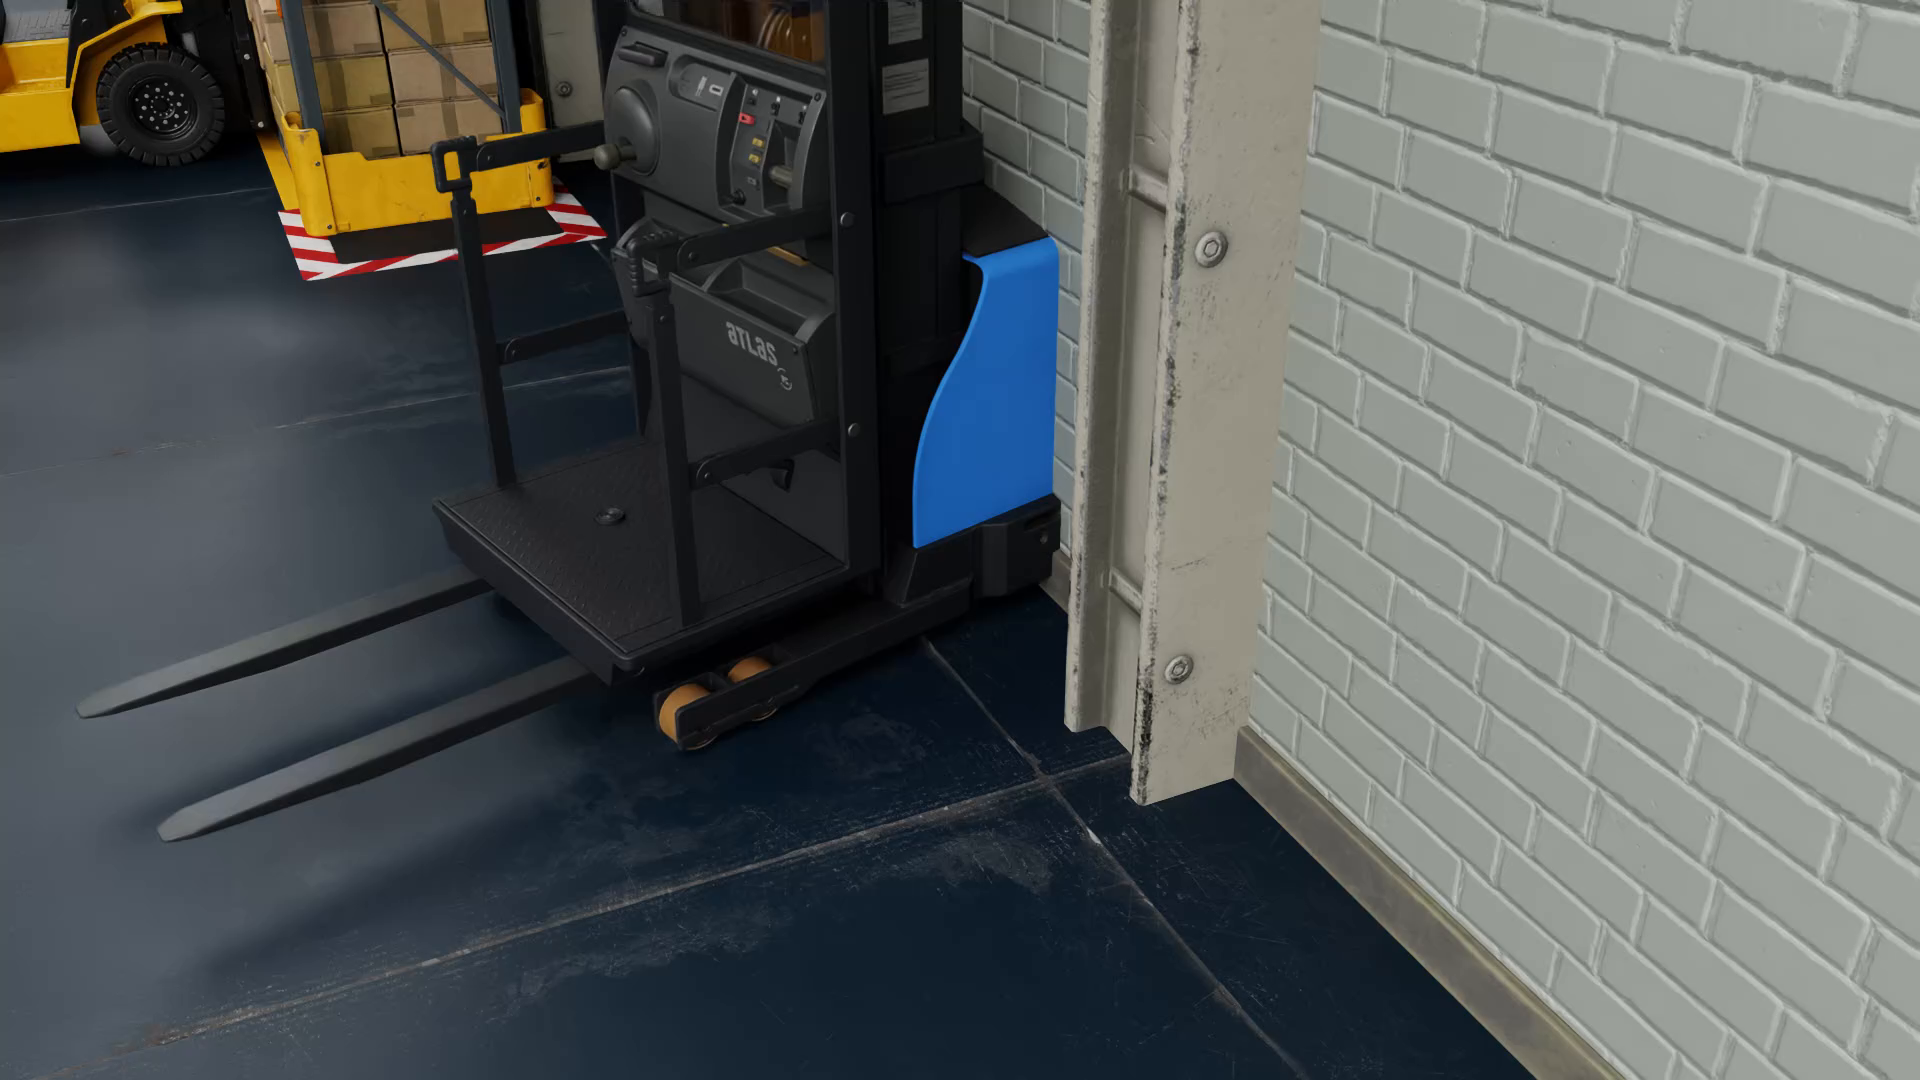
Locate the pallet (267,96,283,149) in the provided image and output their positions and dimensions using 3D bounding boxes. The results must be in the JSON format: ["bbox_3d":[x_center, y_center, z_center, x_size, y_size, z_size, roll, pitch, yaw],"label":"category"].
[{"bbox_3d":[-3.481,-2.578,9.632,1.003,0.211,1.213,-13,32,-22],"label":"pallet"}]

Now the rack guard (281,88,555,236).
[{"bbox_3d":[-2.584,-1.827,7.996,1.175,0.500,0.348,-13,32,-22],"label":"rack guard"}]

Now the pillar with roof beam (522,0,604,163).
[{"bbox_3d":[-5.968,-5.137,5.210,9.100,9.000,0.400,-13,32,-22],"label":"pillar with roof beam"}]

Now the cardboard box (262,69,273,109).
[{"bbox_3d":[-3.493,-2.497,9.018,0.500,0.250,0.500,-13,32,-21],"label":"cardboard box"}]

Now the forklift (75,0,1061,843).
[{"bbox_3d":[-0.795,-1.030,4.089,3.031,2.935,1.130,-23,36,-34],"label":"forklift"}]

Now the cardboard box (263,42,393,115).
[{"bbox_3d":[-3.086,-2.279,8.118,0.500,0.250,0.500,-14,32,-23],"label":"cardboard box"}]

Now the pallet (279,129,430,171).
[{"bbox_3d":[-2.961,-2.040,8.672,1.003,0.211,1.213,-13,32,-22],"label":"pallet"}]

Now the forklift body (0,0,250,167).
[{"bbox_3d":[-5.056,-3.012,8.422,2.313,2.155,1.214,-13,32,-22],"label":"forklift body"}]

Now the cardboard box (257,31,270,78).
[{"bbox_3d":[-3.292,-2.503,8.517,0.500,0.250,0.500,-13,32,-22],"label":"cardboard box"}]

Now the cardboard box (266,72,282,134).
[{"bbox_3d":[-3.287,-2.274,8.621,0.500,0.250,0.500,-13,32,-22],"label":"cardboard box"}]

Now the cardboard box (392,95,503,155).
[{"bbox_3d":[-2.629,-2.169,8.434,0.500,0.250,0.500,-13,32,-22],"label":"cardboard box"}]

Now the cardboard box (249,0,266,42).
[{"bbox_3d":[-3.299,-2.710,8.375,0.500,0.250,0.500,-12,32,-21],"label":"cardboard box"}]

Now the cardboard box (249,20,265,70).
[{"bbox_3d":[-3.532,-2.726,8.916,0.500,0.250,0.500,-14,32,-23],"label":"cardboard box"}]

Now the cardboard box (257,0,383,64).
[{"bbox_3d":[-3.074,-2.485,7.975,0.500,0.250,0.500,-12,31,-20],"label":"cardboard box"}]

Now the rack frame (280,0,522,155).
[{"bbox_3d":[-2.595,-2.927,7.404,1.000,3.000,0.127,-13,32,-22],"label":"rack frame"}]

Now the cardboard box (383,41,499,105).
[{"bbox_3d":[-2.609,-2.381,8.299,0.500,0.250,0.500,-12,32,-21],"label":"cardboard box"}]

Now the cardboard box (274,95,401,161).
[{"bbox_3d":[-3.082,-2.053,8.225,0.500,0.250,0.500,-13,32,-22],"label":"cardboard box"}]

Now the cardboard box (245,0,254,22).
[{"bbox_3d":[-3.524,-2.930,8.769,0.500,0.250,0.500,-13,32,-21],"label":"cardboard box"}]

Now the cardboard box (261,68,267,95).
[{"bbox_3d":[-3.737,-2.722,9.419,0.500,0.250,0.500,-12,31,-20],"label":"cardboard box"}]

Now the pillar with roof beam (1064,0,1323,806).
[{"bbox_3d":[-3.392,-2.487,0.484,9.100,9.000,0.400,-13,32,-22],"label":"pillar with roof beam"}]

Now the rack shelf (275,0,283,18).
[{"bbox_3d":[-3.453,-3.497,9.155,1.077,0.370,4.000,-13,32,-22],"label":"rack shelf"}]

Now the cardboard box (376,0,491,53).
[{"bbox_3d":[-2.630,-2.599,8.179,0.500,0.250,0.500,-14,32,-23],"label":"cardboard box"}]
